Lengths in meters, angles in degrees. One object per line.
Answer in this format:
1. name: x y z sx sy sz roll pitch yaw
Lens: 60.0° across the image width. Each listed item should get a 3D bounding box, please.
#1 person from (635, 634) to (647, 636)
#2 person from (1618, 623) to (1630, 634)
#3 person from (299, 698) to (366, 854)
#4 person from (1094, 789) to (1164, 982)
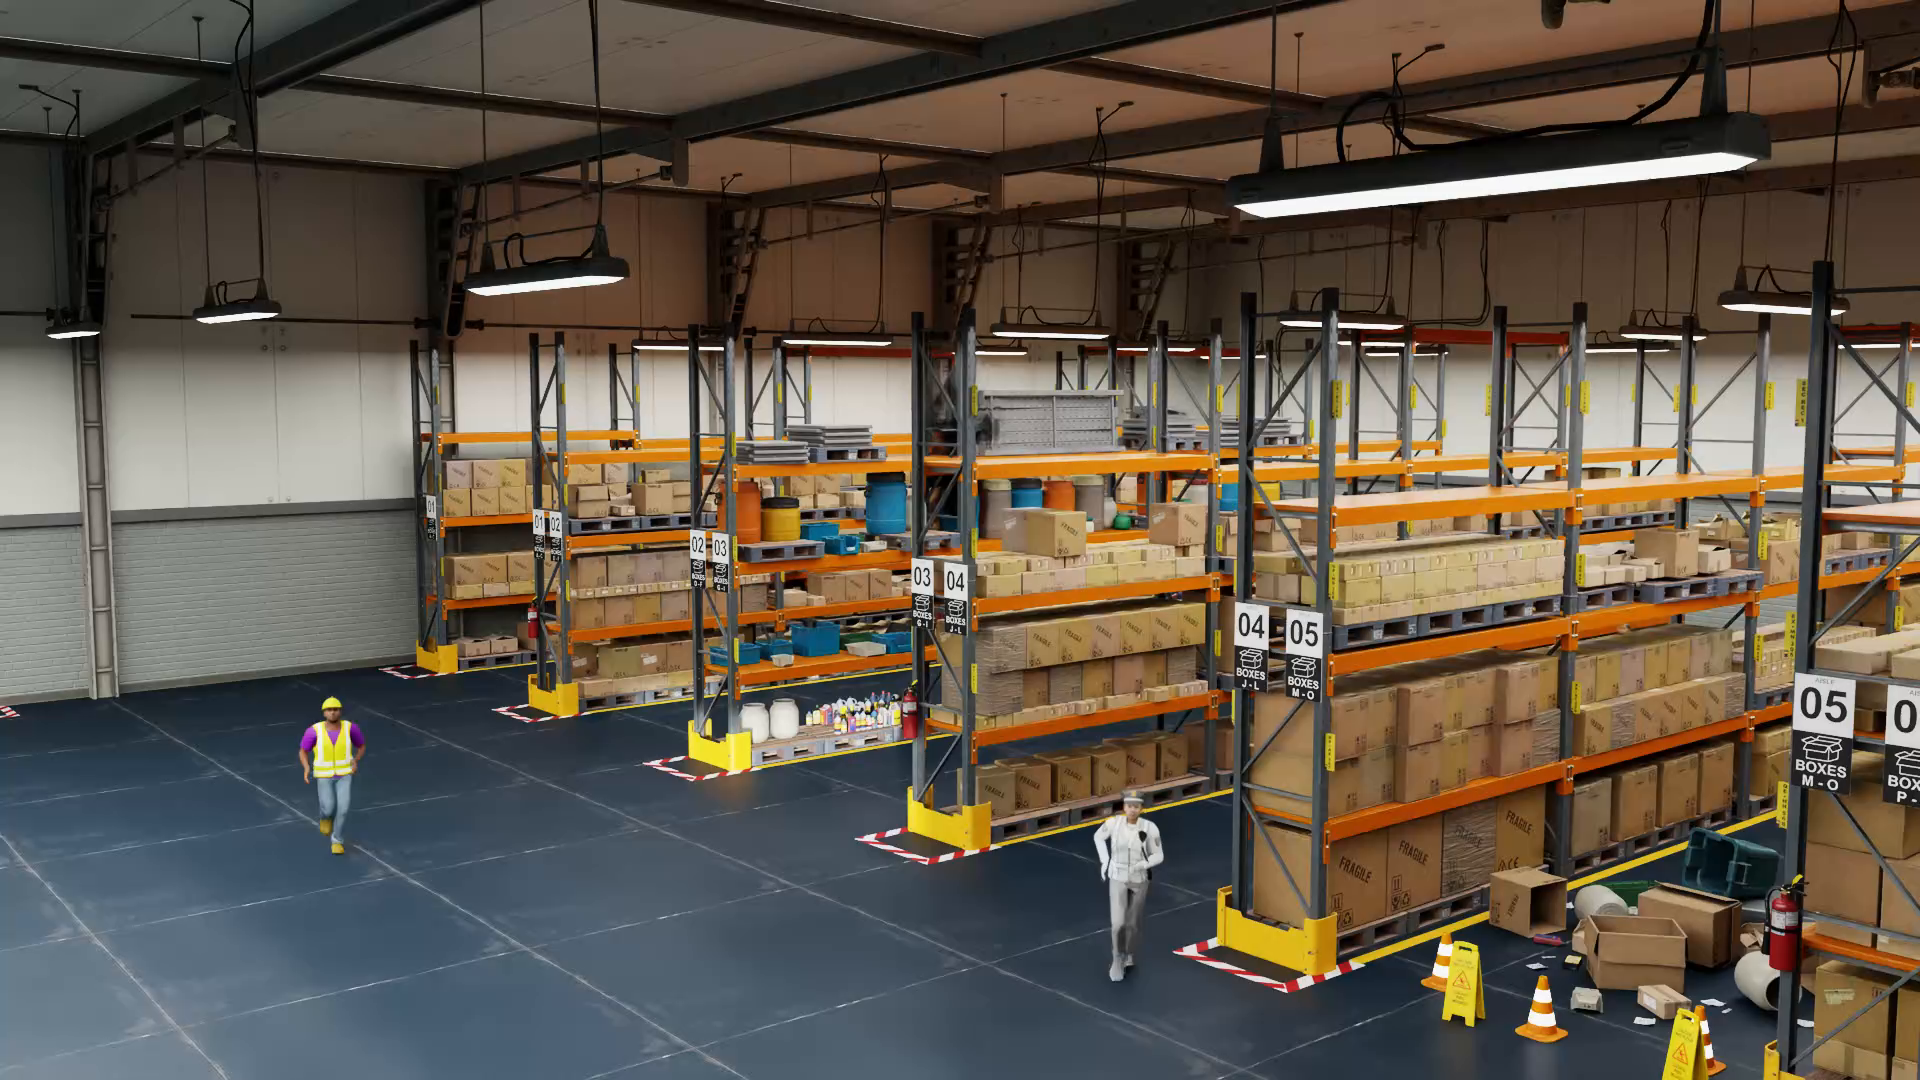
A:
1. person: -5.686 1.551 29.744 0.665 1.700 0.945 4 7 37
2. person: 9.871 2.038 24.787 0.602 1.670 0.886 5 7 41
3. person: -6.965 2.600 18.514 0.702 1.721 0.589 -2 6 -25
4. person: 1.470 2.997 14.519 0.607 1.710 0.649 1 5 5
